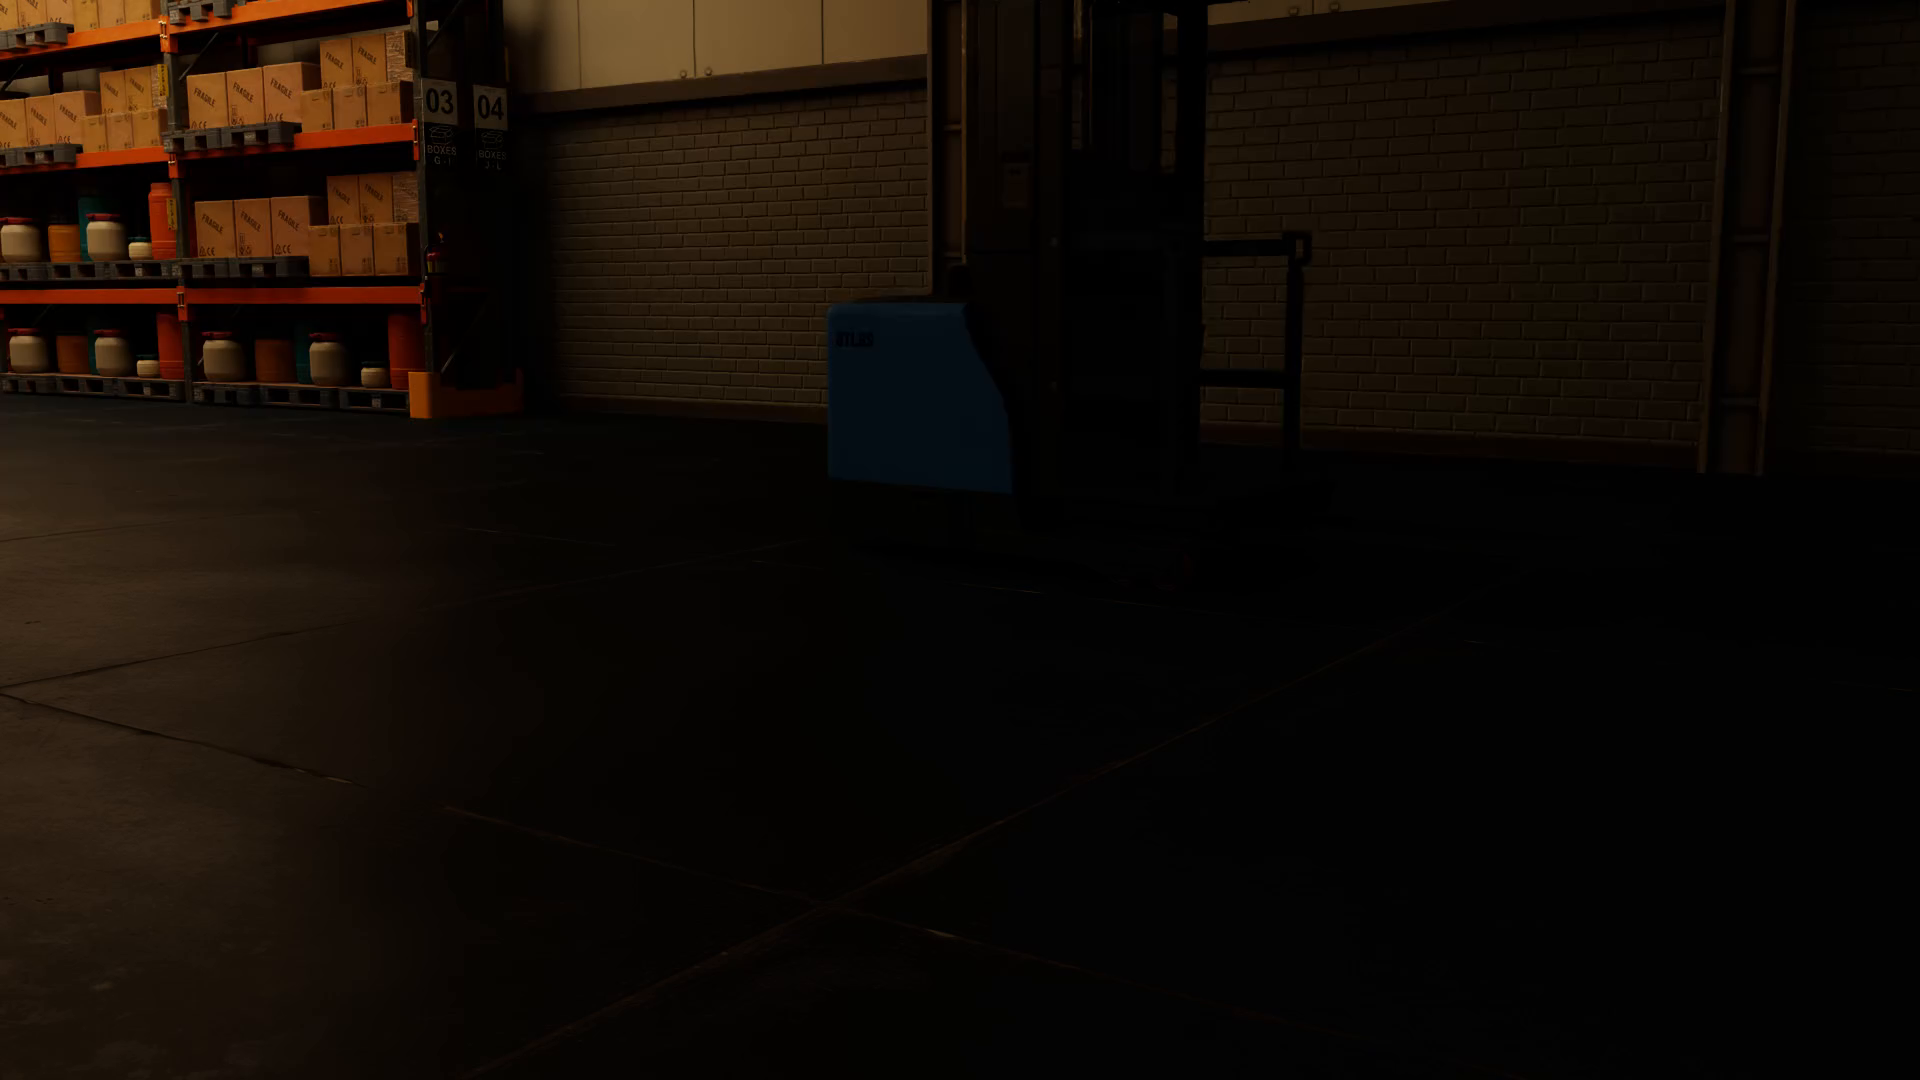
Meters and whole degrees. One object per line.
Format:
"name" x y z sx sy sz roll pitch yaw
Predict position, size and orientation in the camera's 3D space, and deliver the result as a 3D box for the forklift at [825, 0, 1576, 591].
"forklift" 0.880 -1.343 6.637 3.031 2.935 1.130 6 10 37
